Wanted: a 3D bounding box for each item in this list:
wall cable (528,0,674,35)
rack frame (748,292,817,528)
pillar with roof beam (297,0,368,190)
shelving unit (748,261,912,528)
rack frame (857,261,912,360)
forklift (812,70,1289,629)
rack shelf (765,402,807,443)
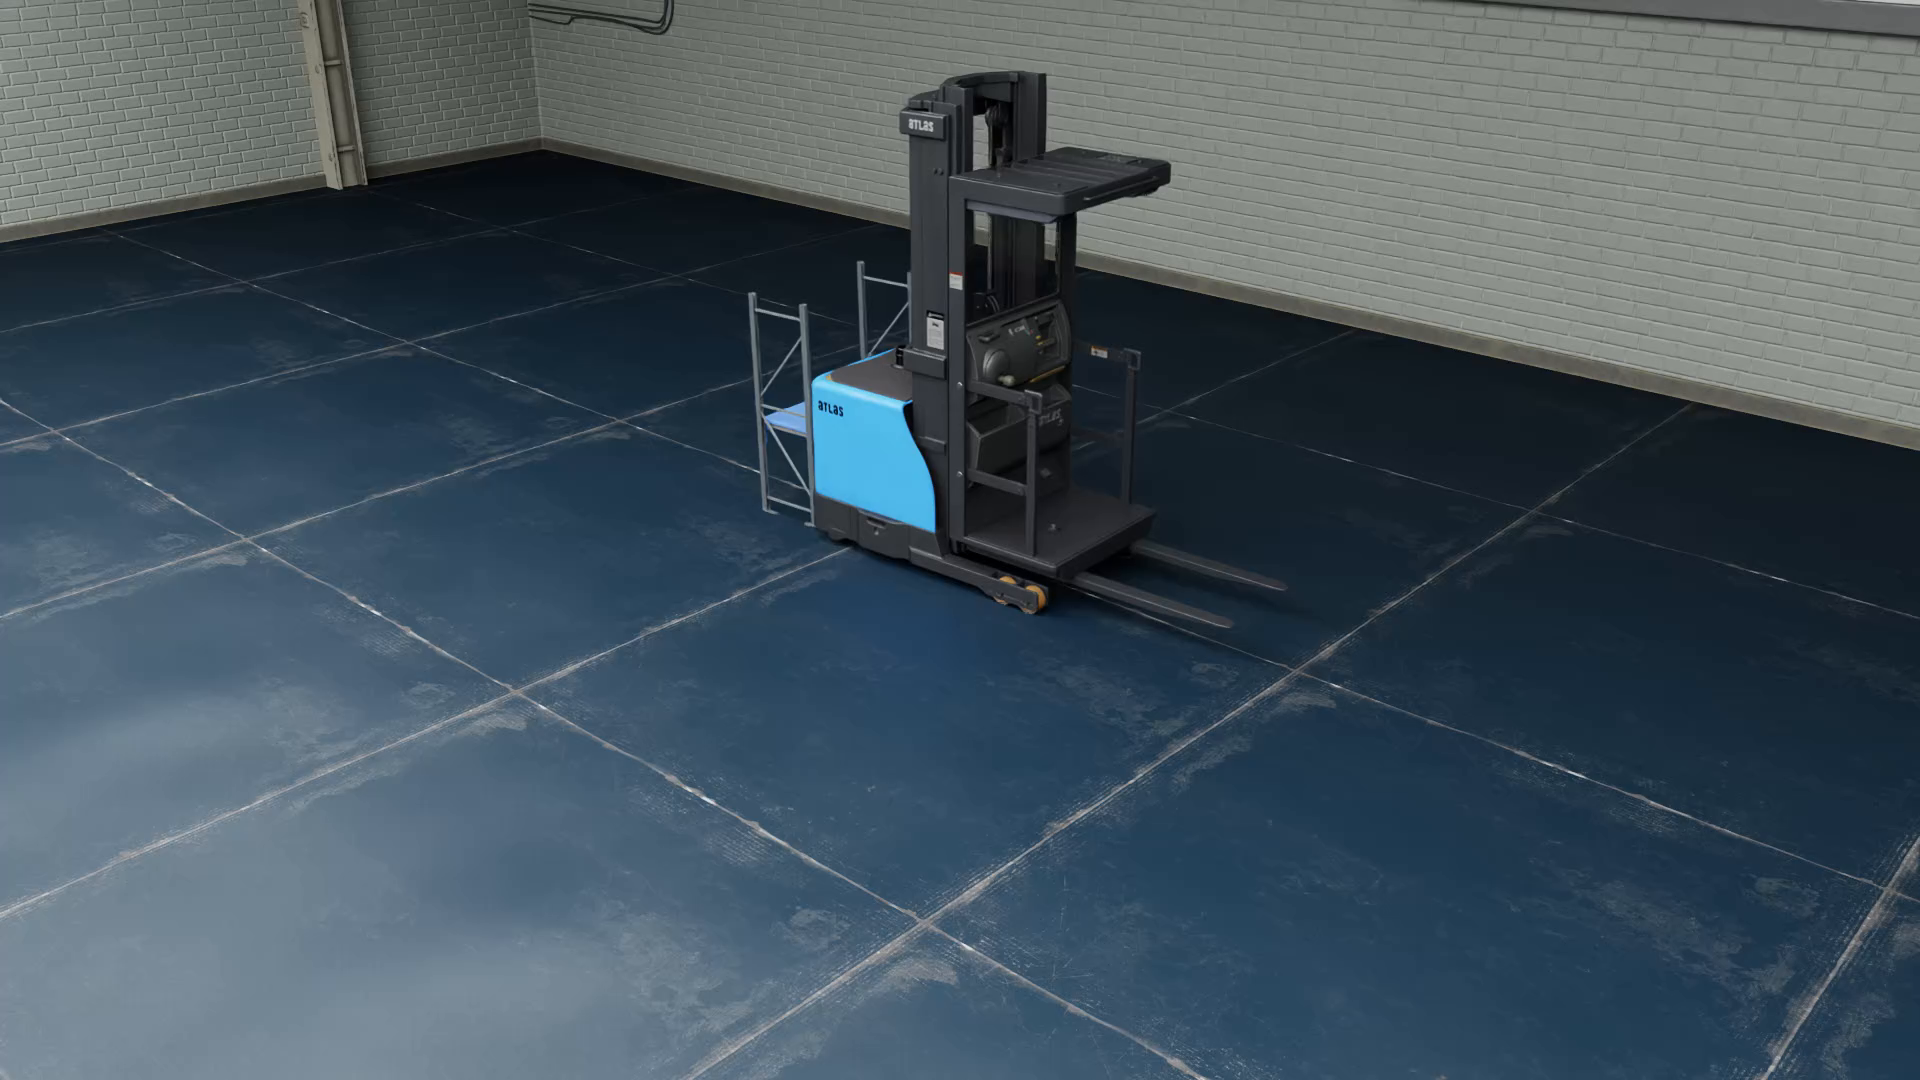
[{"bbox_3d":[-4.607,-7.602,20.501,3.097,2.526,0.112,20,31,38],"label":"wall cable"},{"bbox_3d":[-1.137,-0.830,10.755,0.500,1.500,0.032,17,29,36],"label":"rack frame"},{"bbox_3d":[-4.352,-7.307,16.048,9.100,9.000,0.400,20,31,38],"label":"pillar with roof beam"},{"bbox_3d":[-0.813,-0.990,11.112,0.538,1.500,1.048,17,29,36],"label":"shelving unit"},{"bbox_3d":[-0.489,-1.150,11.470,0.500,1.500,0.032,17,29,36],"label":"rack frame"},{"bbox_3d":[0.518,-1.147,9.725,3.031,2.935,1.130,18,30,35],"label":"forklift"},{"bbox_3d":[-0.810,-0.825,11.184,0.538,0.185,1.000,17,29,36],"label":"rack shelf"}]
